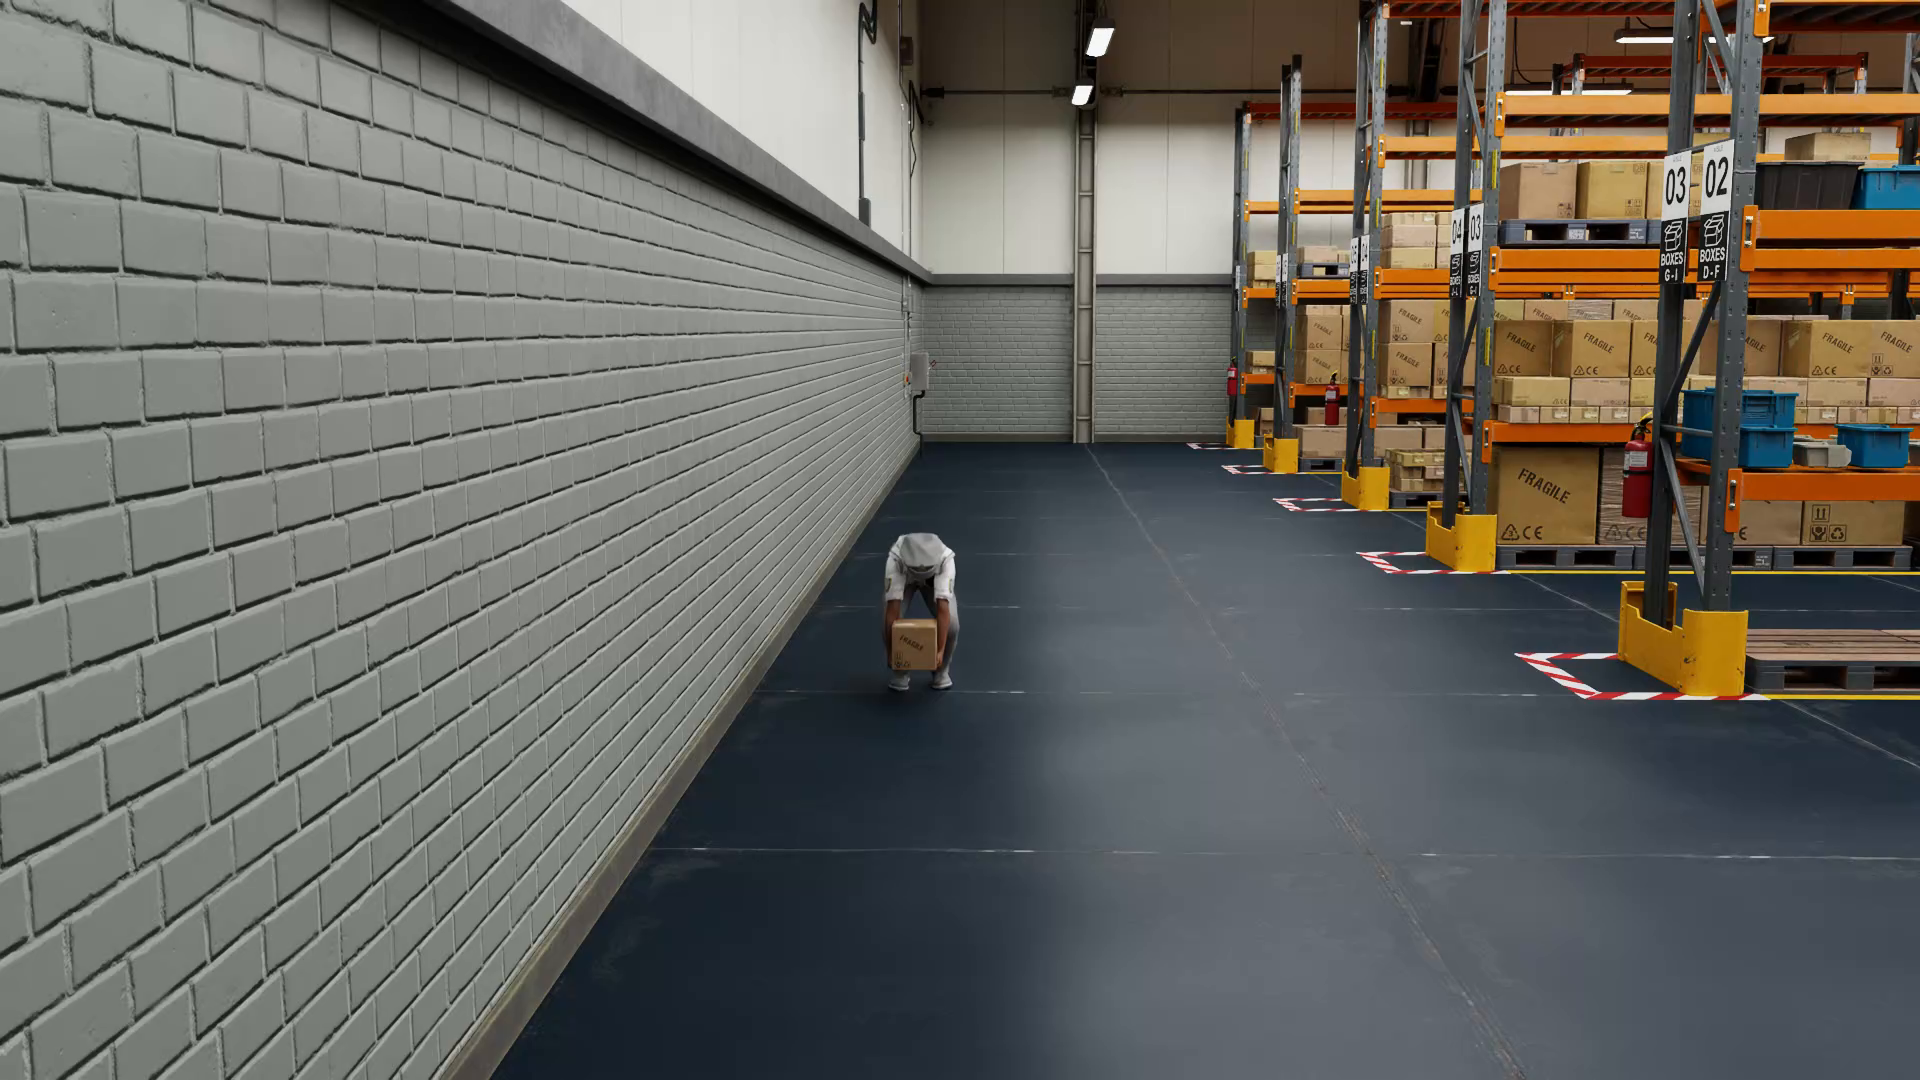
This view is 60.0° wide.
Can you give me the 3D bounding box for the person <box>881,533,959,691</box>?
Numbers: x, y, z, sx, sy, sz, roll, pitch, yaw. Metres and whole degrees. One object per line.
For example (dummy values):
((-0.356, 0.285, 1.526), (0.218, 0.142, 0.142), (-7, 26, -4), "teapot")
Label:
((-0.236, 0.410, 9.796), (0.463, 0.989, 0.927), (0, 7, -1), "person")
